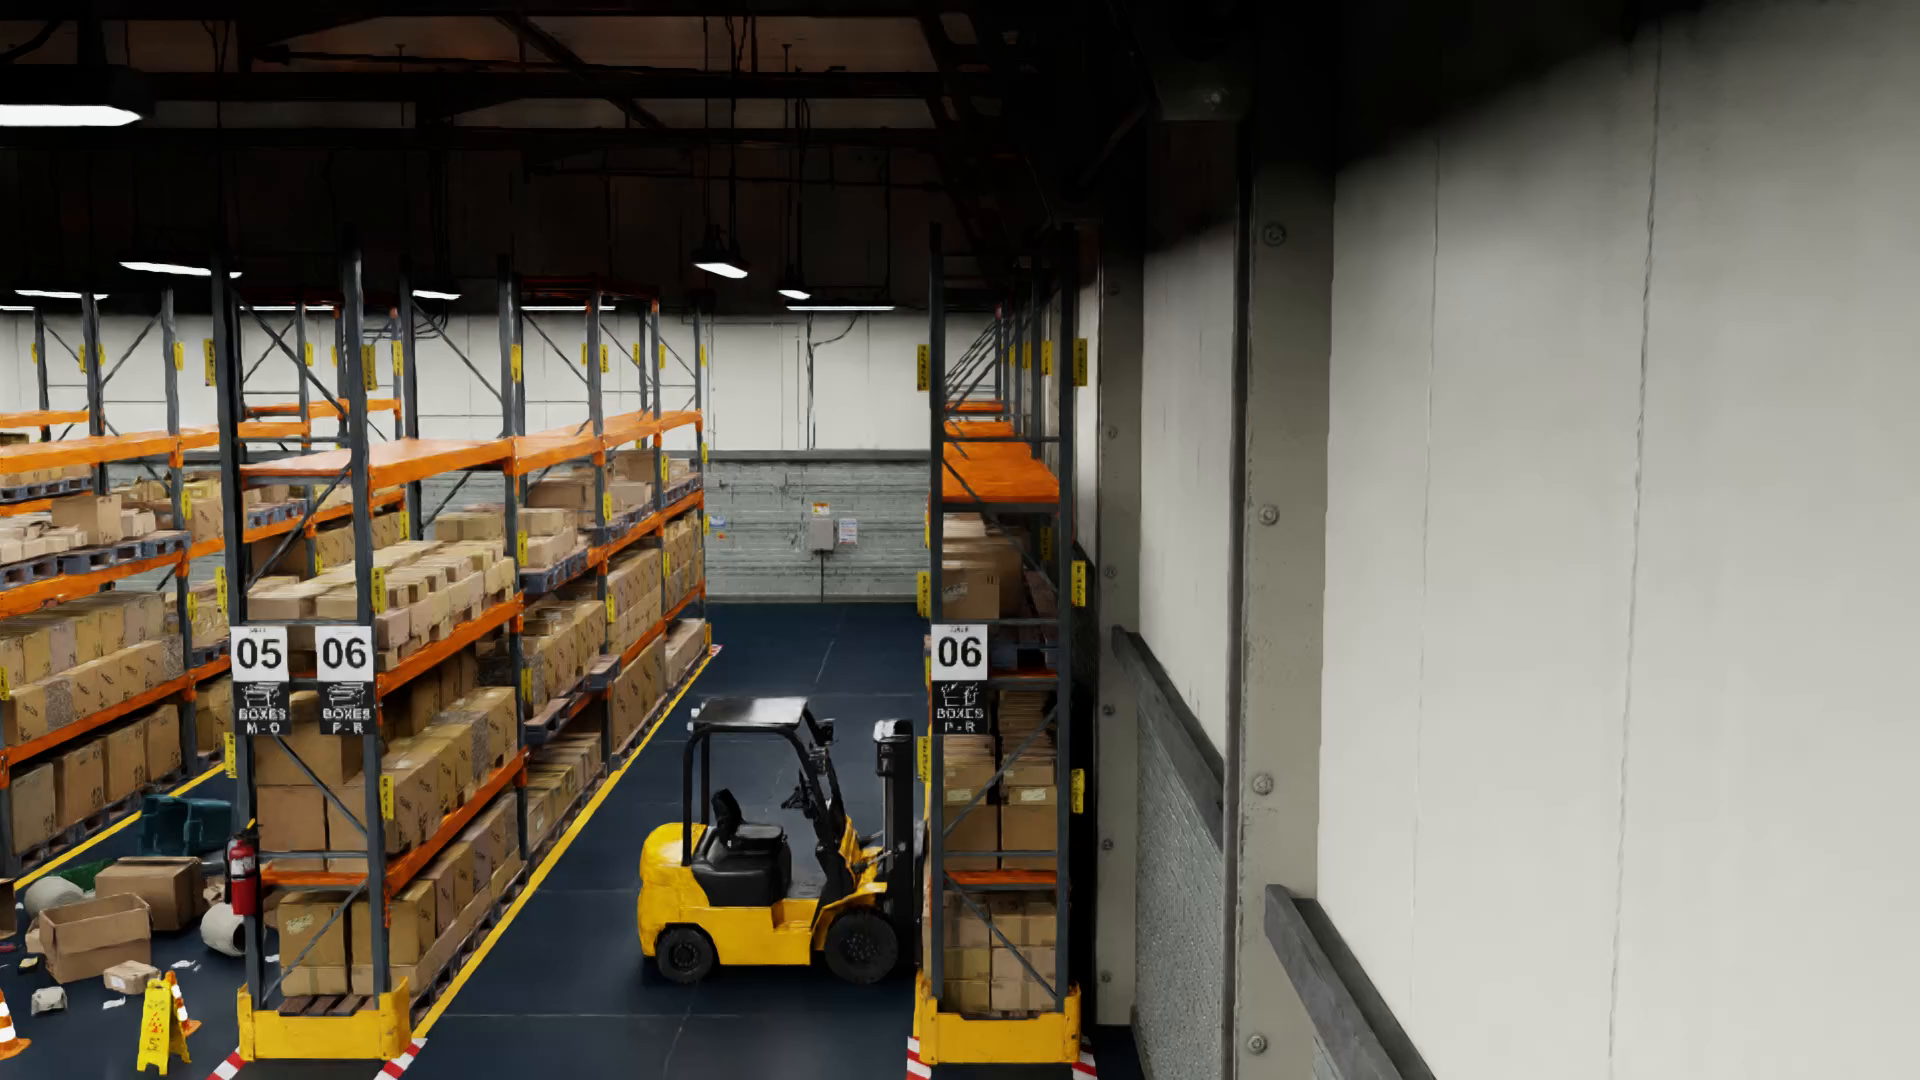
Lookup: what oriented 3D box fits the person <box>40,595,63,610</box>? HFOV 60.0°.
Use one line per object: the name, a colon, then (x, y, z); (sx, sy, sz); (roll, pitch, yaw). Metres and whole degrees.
person: (-12.708, 1.552, 23.349); (0.463, 1.774, 0.598); (-2, 7, -20)
